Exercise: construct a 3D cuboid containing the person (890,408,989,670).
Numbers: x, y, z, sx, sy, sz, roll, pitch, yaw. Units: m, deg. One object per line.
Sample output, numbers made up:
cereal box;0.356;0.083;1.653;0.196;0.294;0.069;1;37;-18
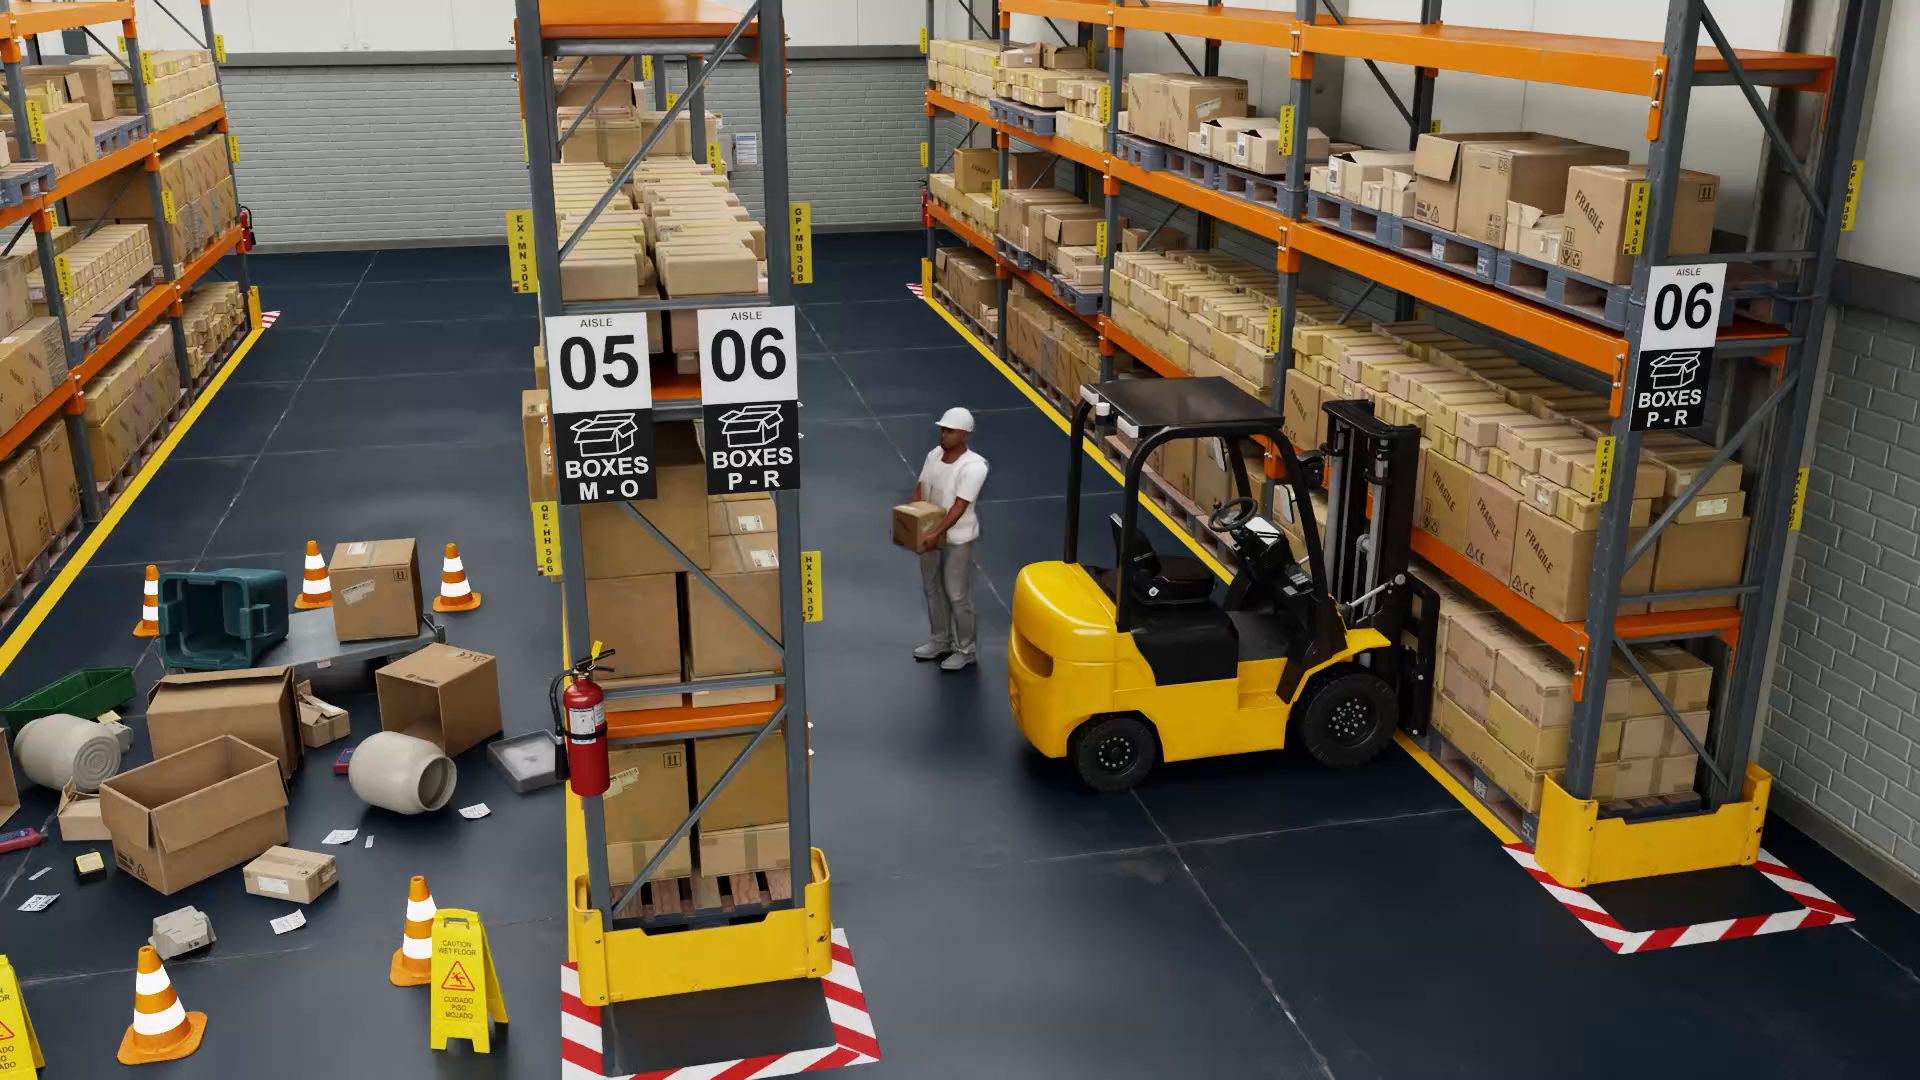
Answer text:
person;-0.143;0.003;11.027;0.575;1.767;0.510;-16;25;-38
